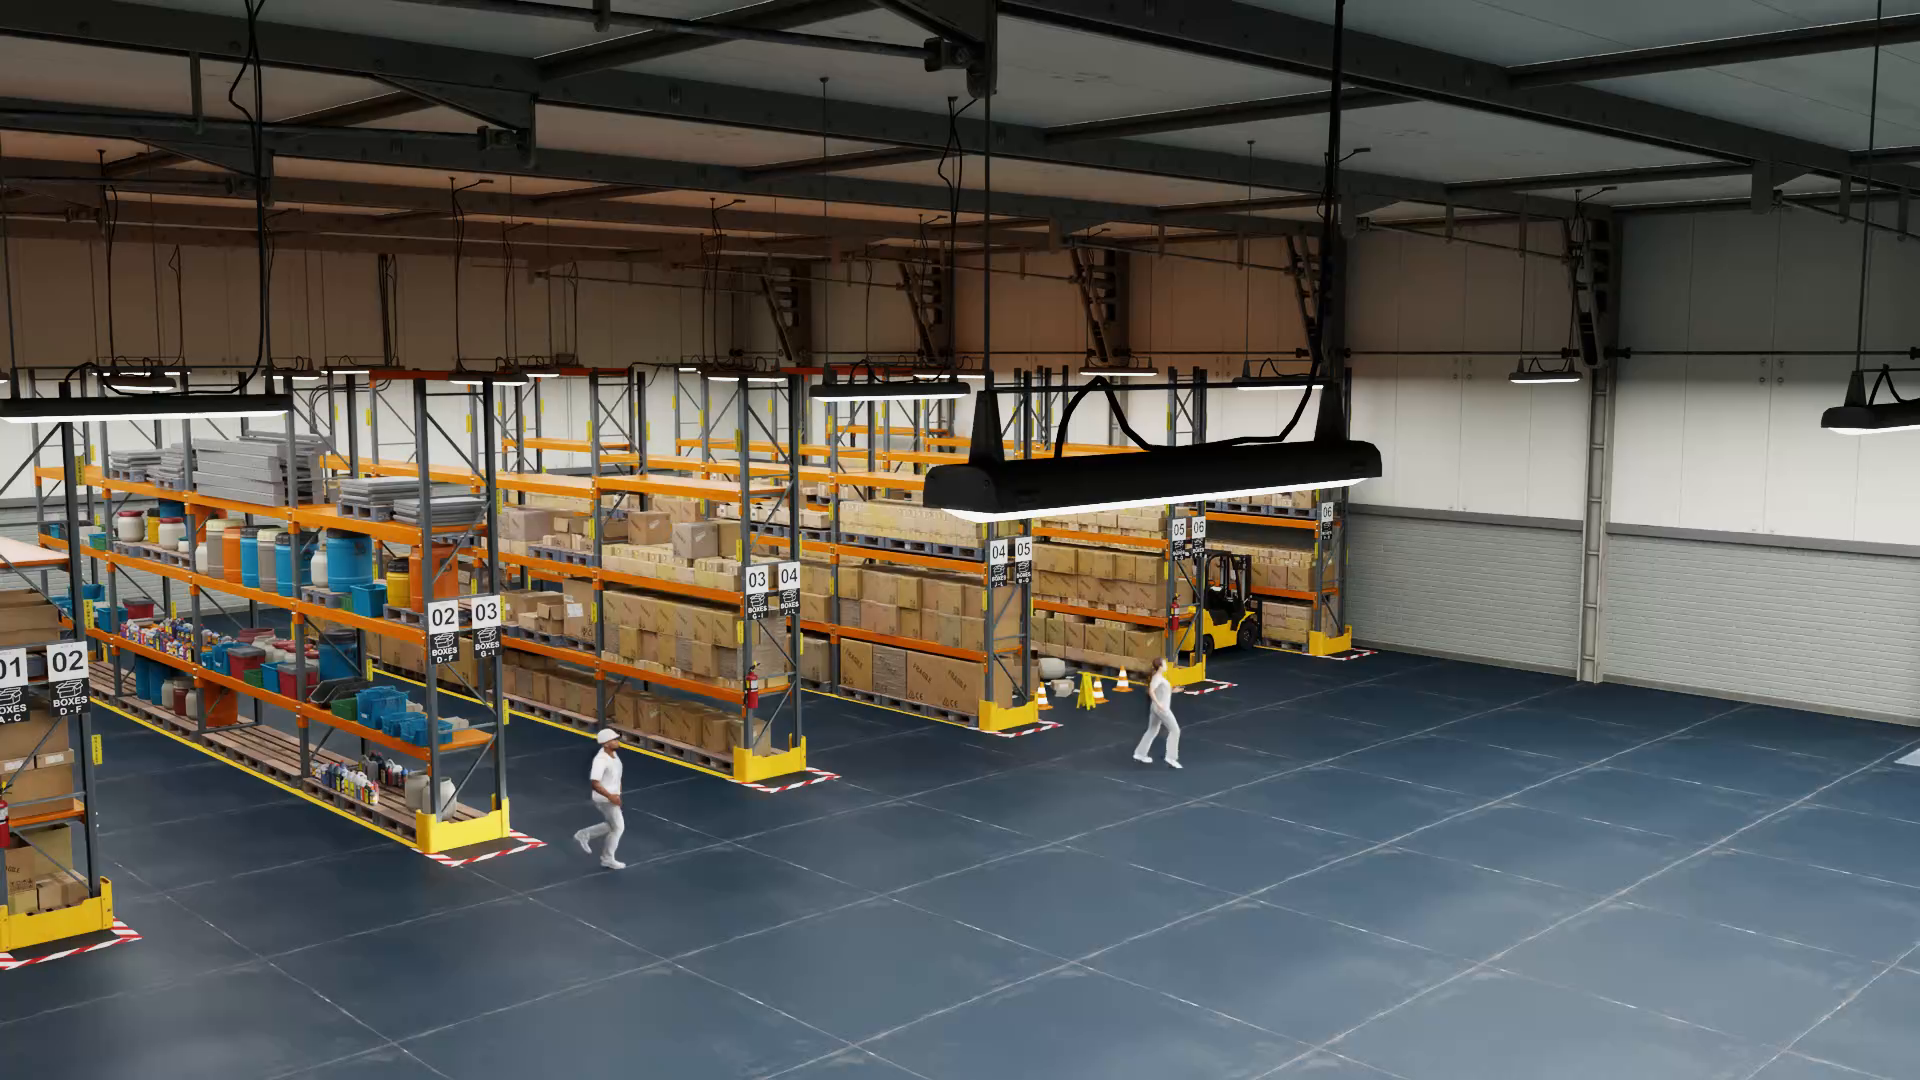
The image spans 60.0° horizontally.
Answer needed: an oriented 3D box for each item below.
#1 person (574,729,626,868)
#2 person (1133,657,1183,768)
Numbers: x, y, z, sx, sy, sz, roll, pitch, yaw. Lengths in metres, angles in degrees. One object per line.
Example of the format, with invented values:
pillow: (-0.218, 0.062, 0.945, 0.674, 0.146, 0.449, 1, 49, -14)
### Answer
person: (-4.439, 3.176, 20.467, 0.650, 1.750, 0.704, 0, 6, -1)
person: (3.032, 2.638, 25.375, 0.765, 1.726, 0.535, -1, 7, -10)
